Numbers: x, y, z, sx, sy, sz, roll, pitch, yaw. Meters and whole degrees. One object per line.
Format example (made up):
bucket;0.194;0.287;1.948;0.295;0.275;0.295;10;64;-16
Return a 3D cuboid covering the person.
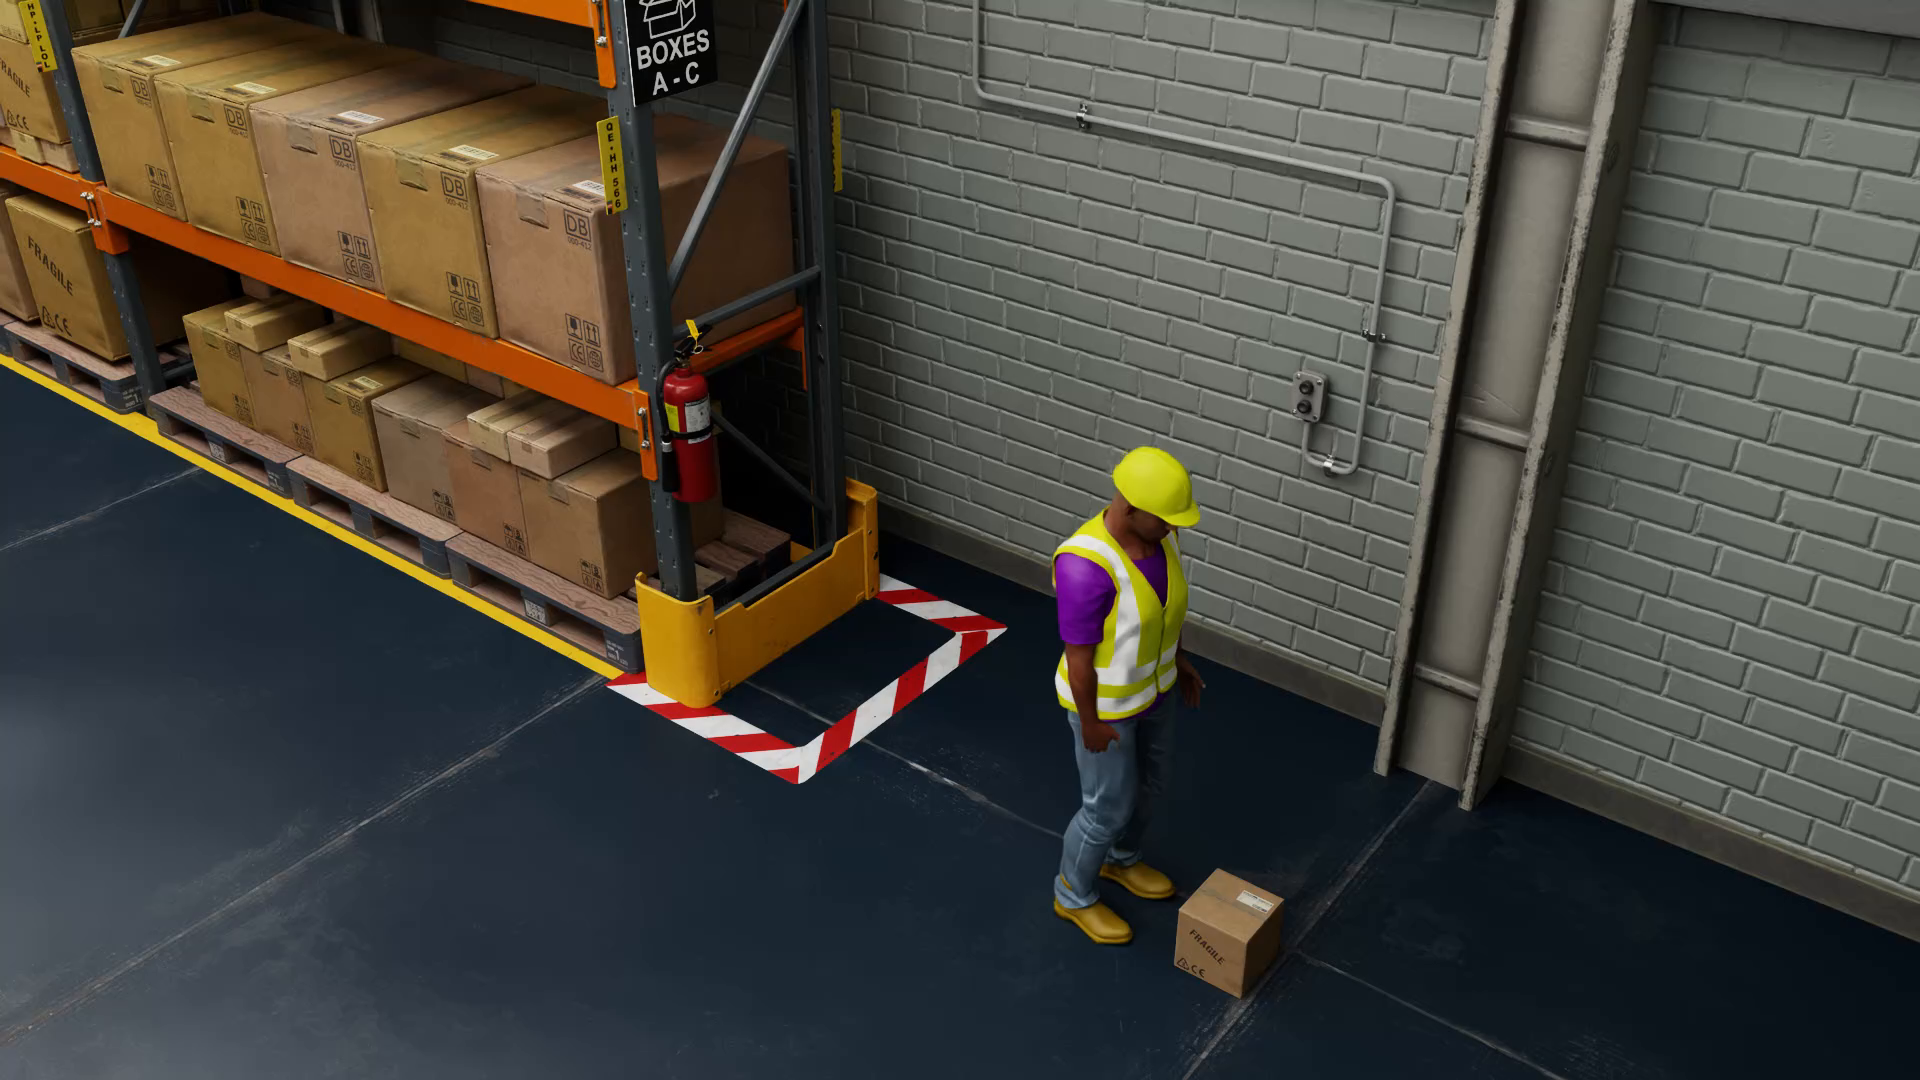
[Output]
person;0.534;0.481;5.316;0.384;1.754;0.573;22;37;32
